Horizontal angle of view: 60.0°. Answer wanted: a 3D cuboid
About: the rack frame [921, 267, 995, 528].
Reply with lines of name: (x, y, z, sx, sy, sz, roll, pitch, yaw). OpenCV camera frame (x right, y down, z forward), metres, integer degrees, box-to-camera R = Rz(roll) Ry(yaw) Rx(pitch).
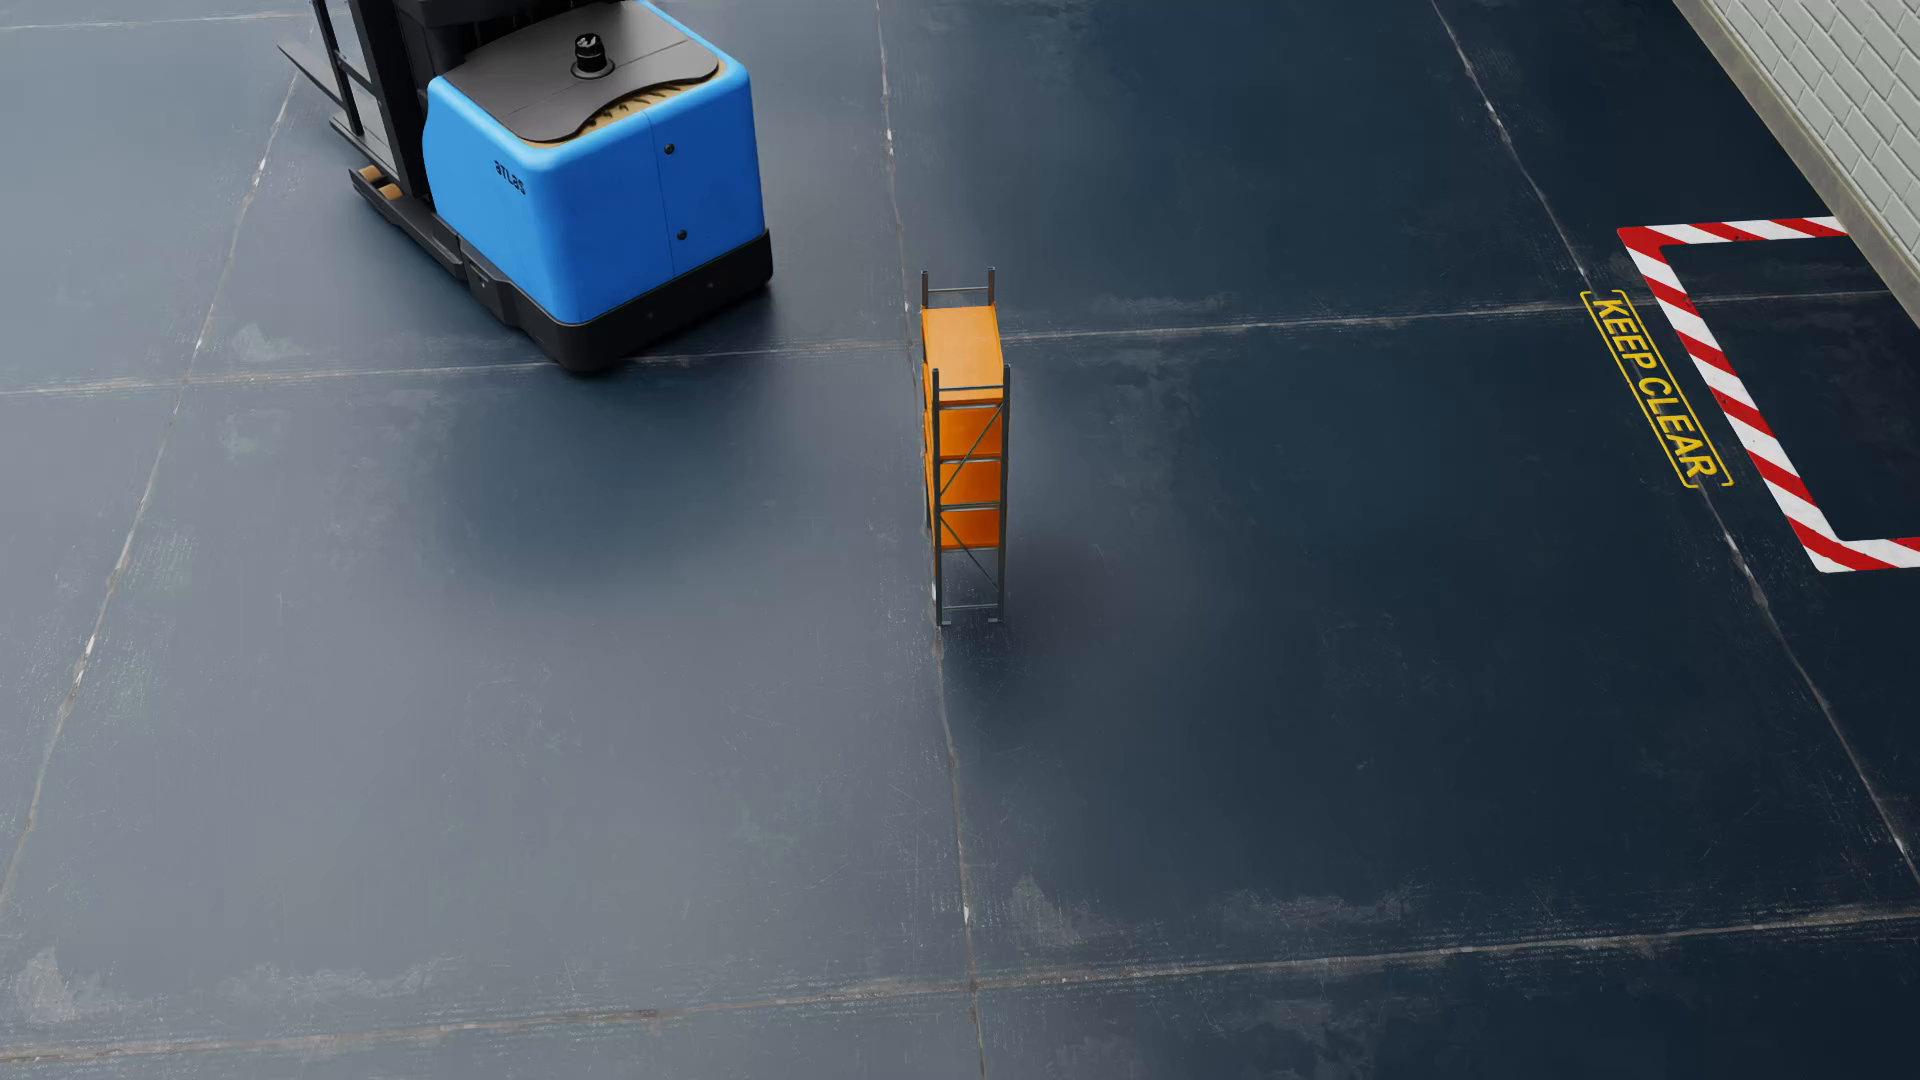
rack frame: (-0.007, -0.469, 5.868, 0.240, 1.200, 0.015, -3, 47, -3)

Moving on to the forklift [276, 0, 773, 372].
forklift: (-2.166, -2.690, 6.779, 1.130, 2.935, 3.031, -33, 55, -27)

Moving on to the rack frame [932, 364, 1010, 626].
rack frame: (0.034, -0.116, 5.534, 0.240, 1.200, 0.015, -3, 47, -3)

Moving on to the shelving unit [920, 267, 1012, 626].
shelving unit: (0.014, -0.293, 5.701, 0.258, 1.200, 0.503, -3, 47, -3)

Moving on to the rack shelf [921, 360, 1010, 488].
rack shelf: (0.014, -0.400, 5.587, 0.258, 0.148, 0.480, -3, 47, -3)

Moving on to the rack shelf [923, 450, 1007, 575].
rack shelf: (0.014, -0.110, 5.894, 0.258, 0.148, 0.480, -3, 47, -3)

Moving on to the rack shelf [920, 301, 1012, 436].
rack shelf: (0.014, -0.563, 5.416, 0.258, 0.148, 0.480, -3, 47, -3)

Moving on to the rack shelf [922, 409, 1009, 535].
rack shelf: (0.014, -0.247, 5.750, 0.258, 0.148, 0.480, -3, 47, -3)
